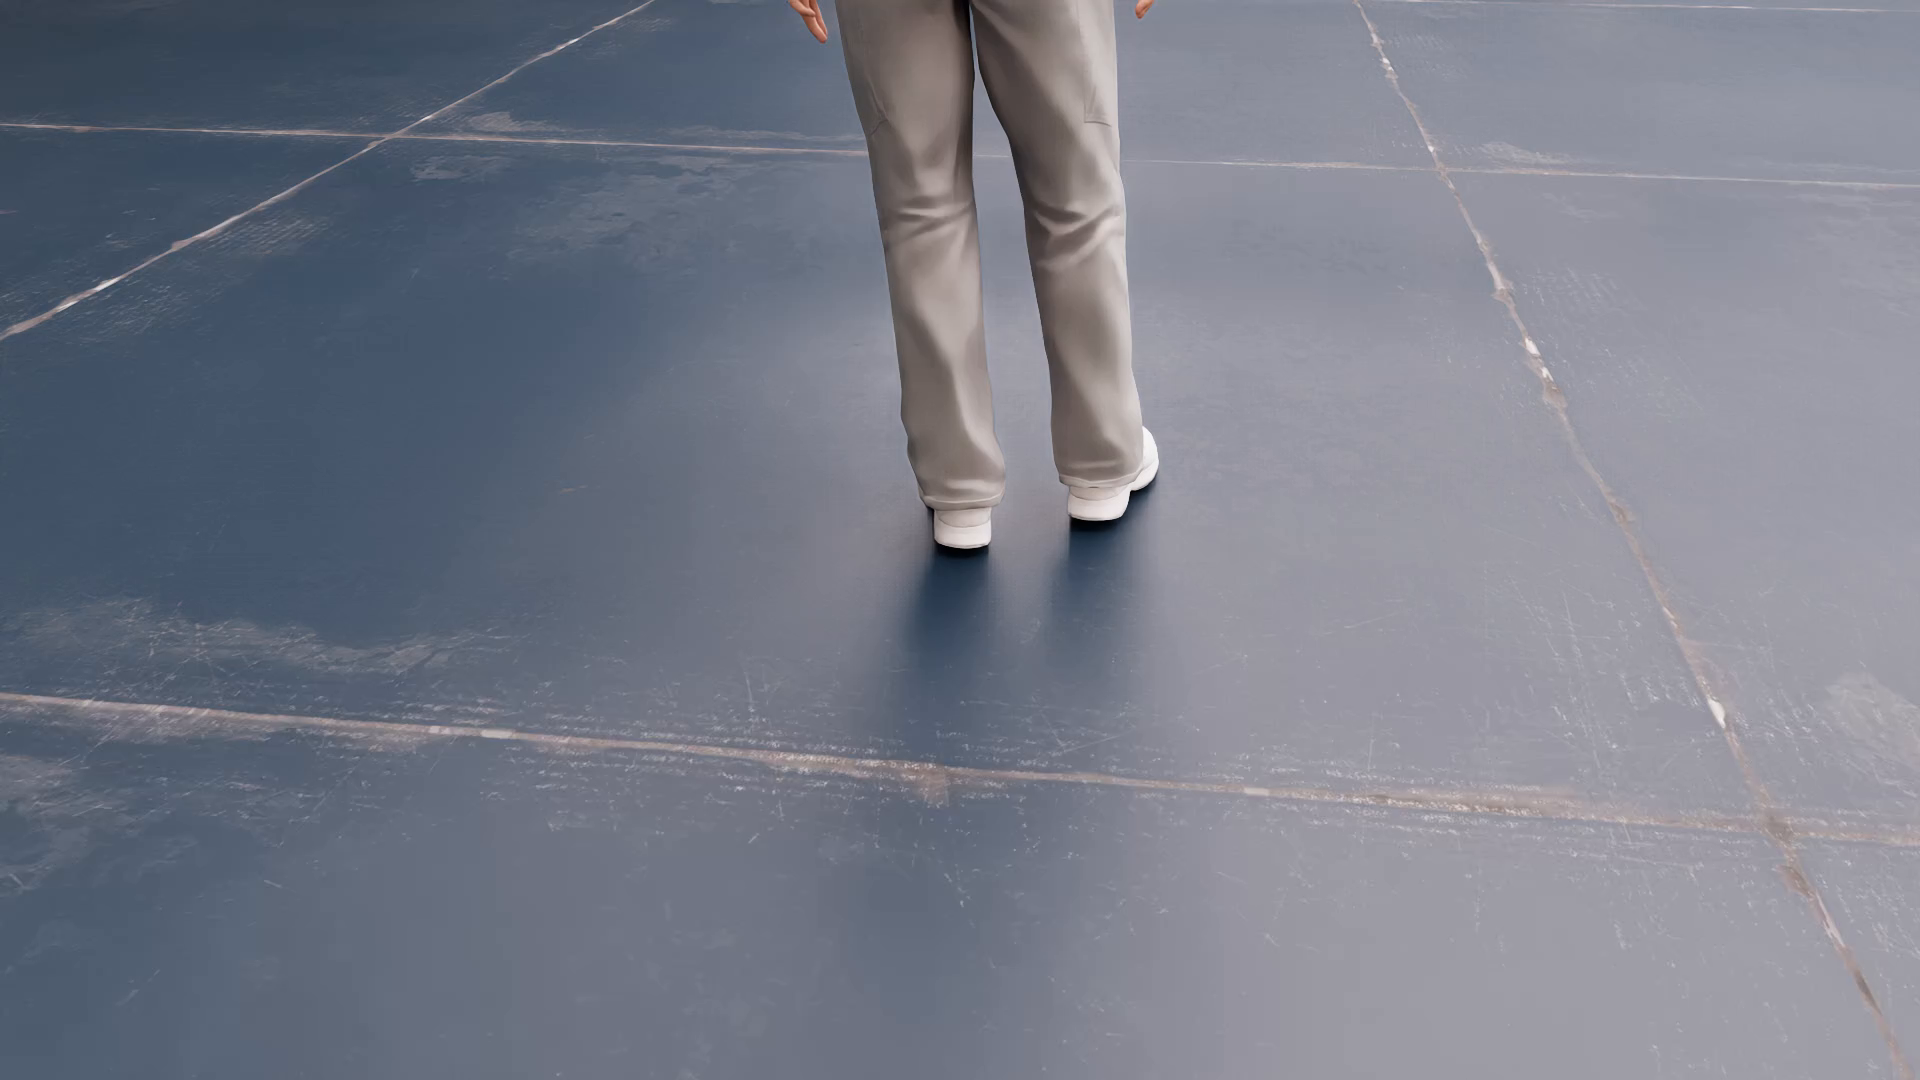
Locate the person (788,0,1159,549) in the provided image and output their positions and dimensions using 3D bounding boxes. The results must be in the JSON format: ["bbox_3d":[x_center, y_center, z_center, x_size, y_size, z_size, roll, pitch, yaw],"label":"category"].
[{"bbox_3d":[0.024,-0.788,2.187,0.549,1.672,0.548,3,27,7],"label":"person"}]
